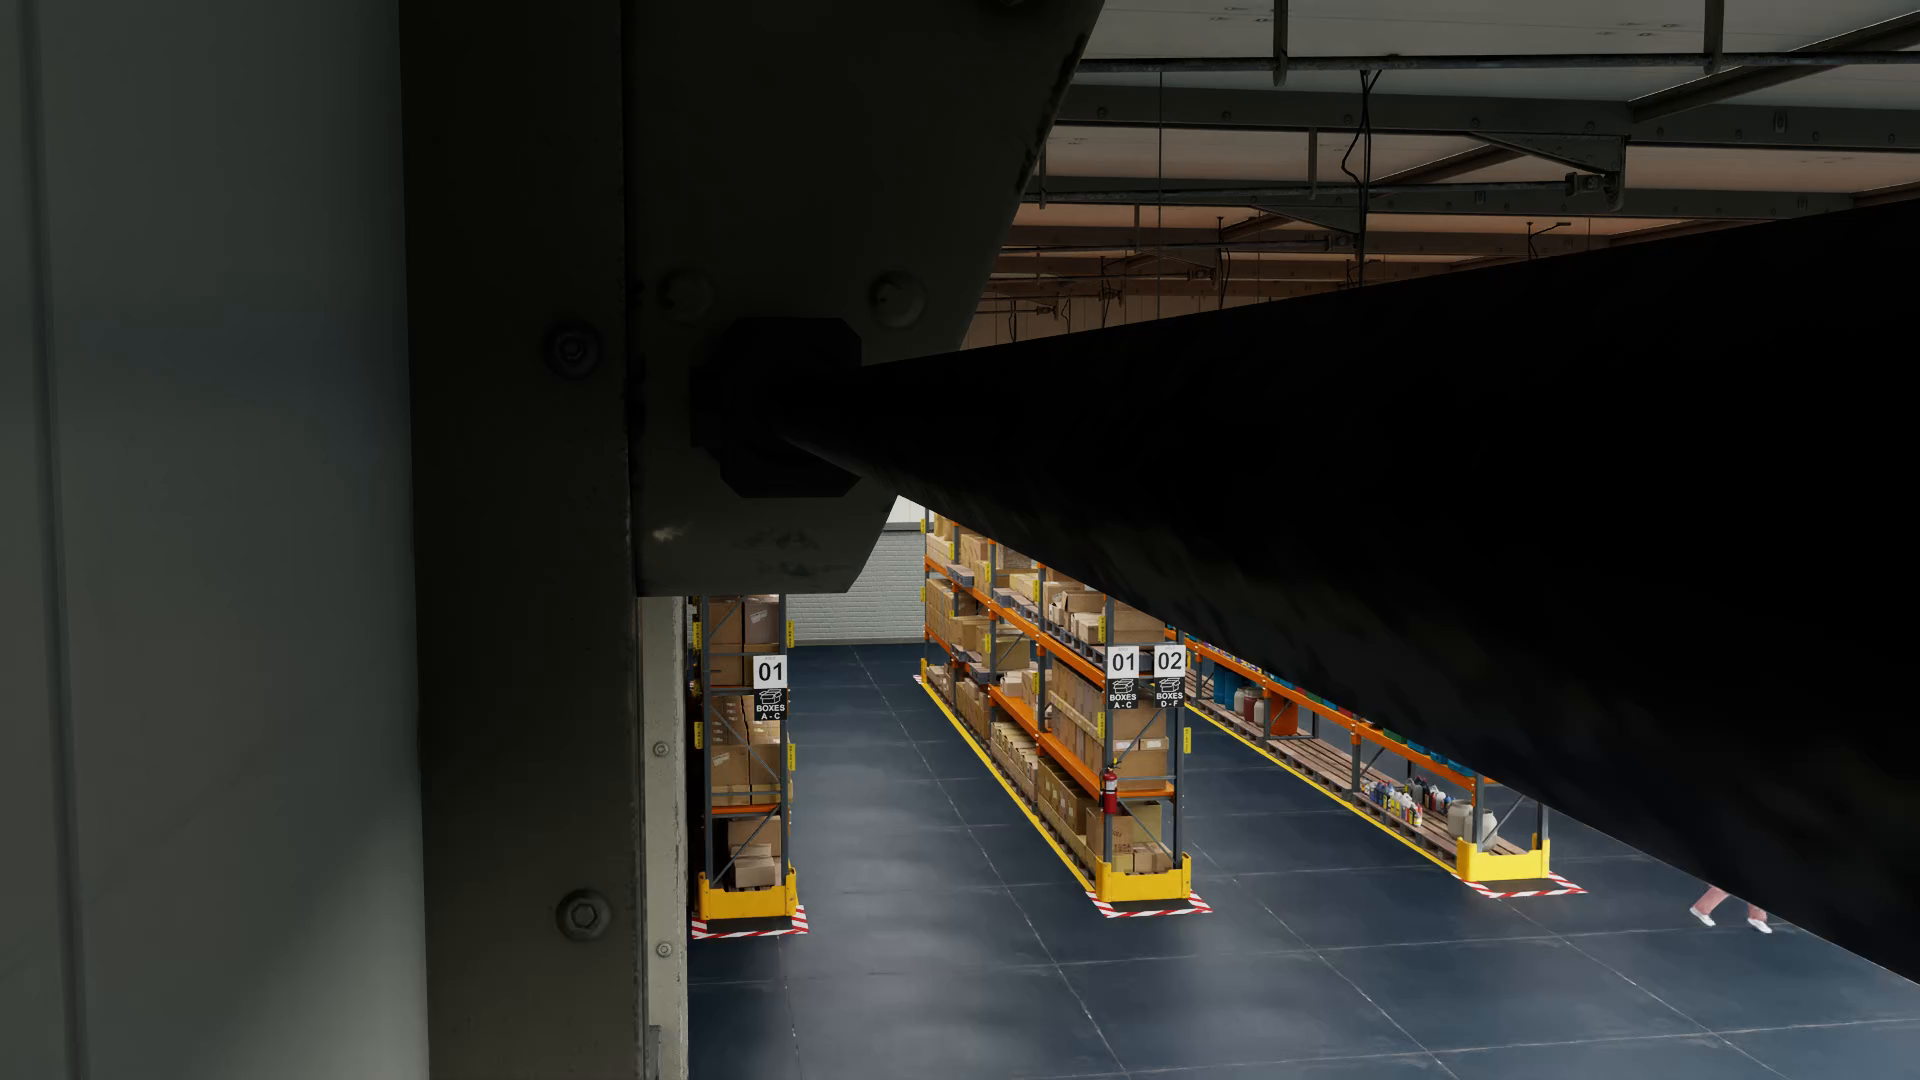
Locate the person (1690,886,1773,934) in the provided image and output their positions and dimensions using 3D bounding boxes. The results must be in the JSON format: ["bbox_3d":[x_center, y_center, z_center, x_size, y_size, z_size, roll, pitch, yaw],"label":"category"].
[{"bbox_3d":[9.118,3.774,19.599,0.901,1.708,0.584,2,5,24],"label":"person"}]
